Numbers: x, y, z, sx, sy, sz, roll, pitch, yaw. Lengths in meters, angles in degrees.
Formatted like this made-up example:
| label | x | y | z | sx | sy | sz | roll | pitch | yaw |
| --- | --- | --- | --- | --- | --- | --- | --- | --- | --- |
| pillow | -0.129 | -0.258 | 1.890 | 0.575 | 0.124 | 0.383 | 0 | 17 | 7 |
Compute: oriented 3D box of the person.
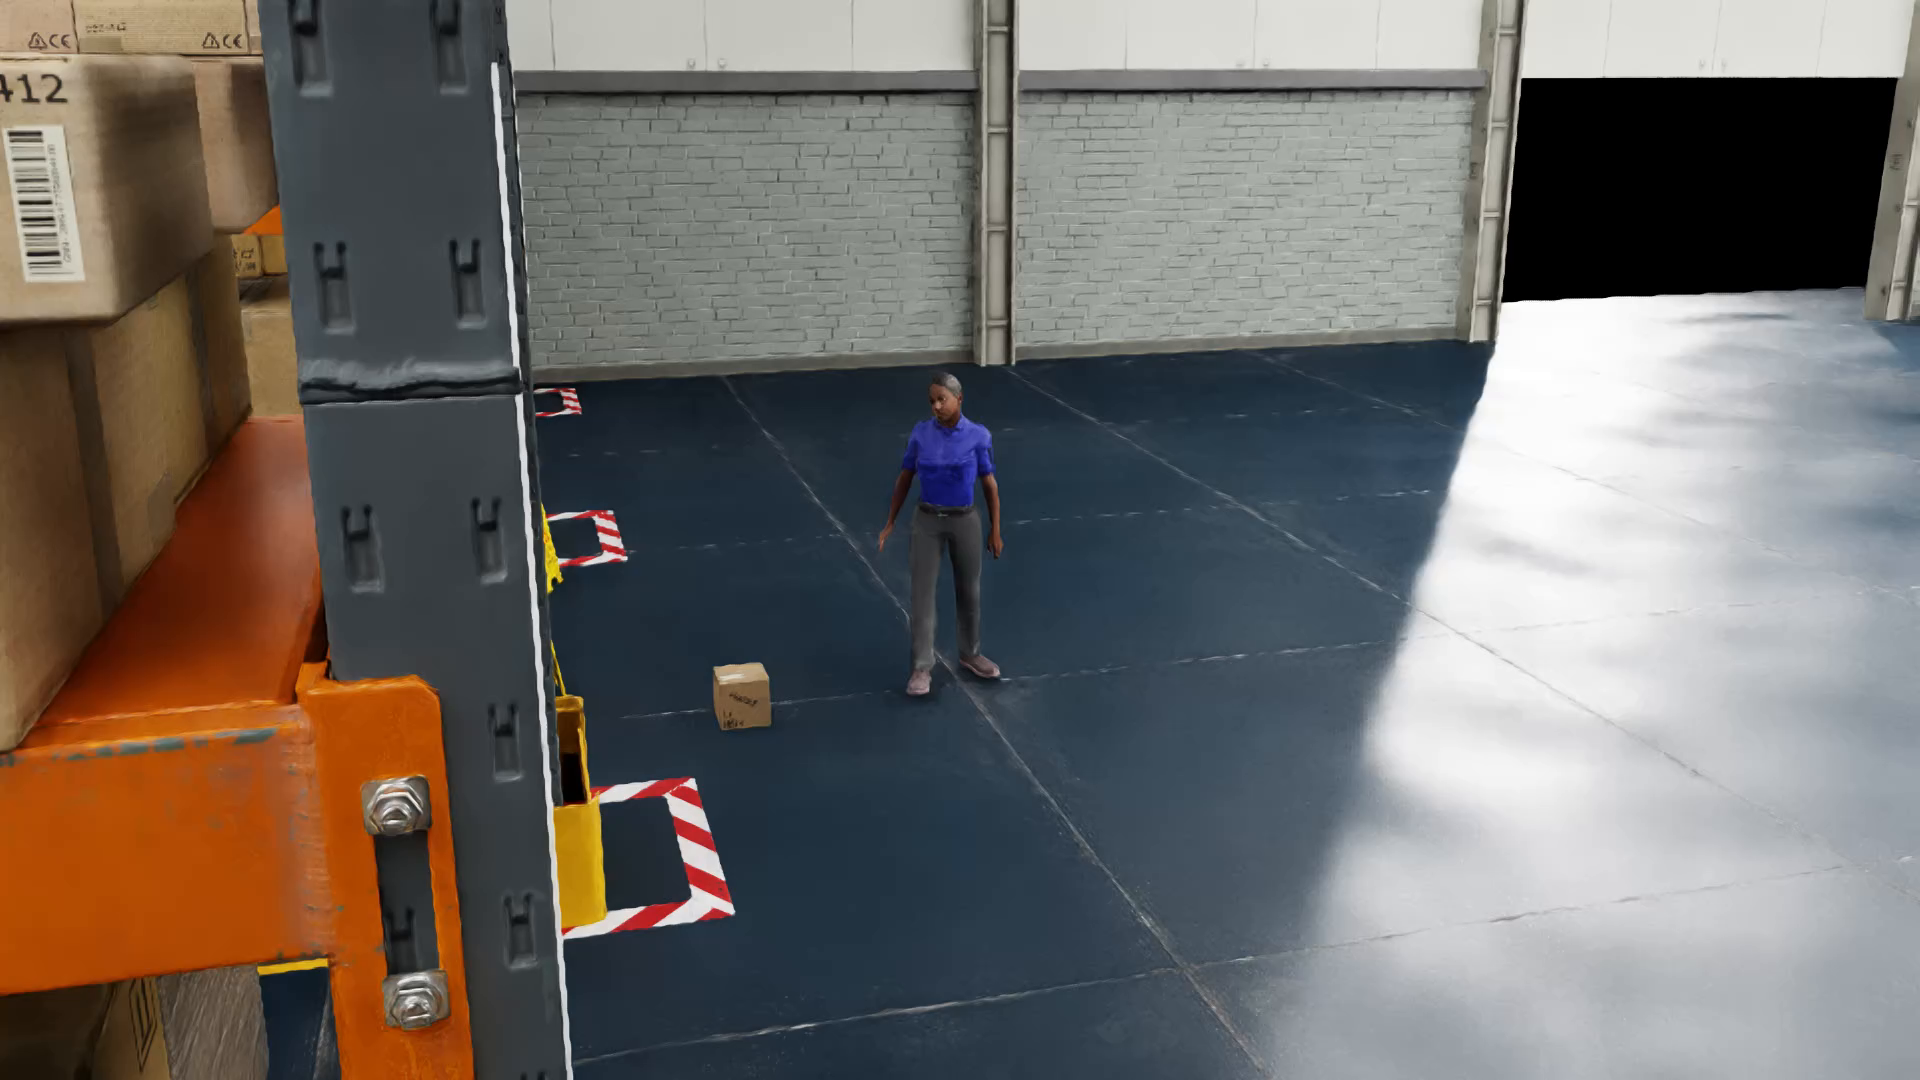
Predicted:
| label | x | y | z | sx | sy | sz | roll | pitch | yaw |
| --- | --- | --- | --- | --- | --- | --- | --- | --- | --- |
| person | -0.050 | 0.056 | 8.642 | 0.519 | 1.450 | 0.595 | 1 | 16 | 3 |
